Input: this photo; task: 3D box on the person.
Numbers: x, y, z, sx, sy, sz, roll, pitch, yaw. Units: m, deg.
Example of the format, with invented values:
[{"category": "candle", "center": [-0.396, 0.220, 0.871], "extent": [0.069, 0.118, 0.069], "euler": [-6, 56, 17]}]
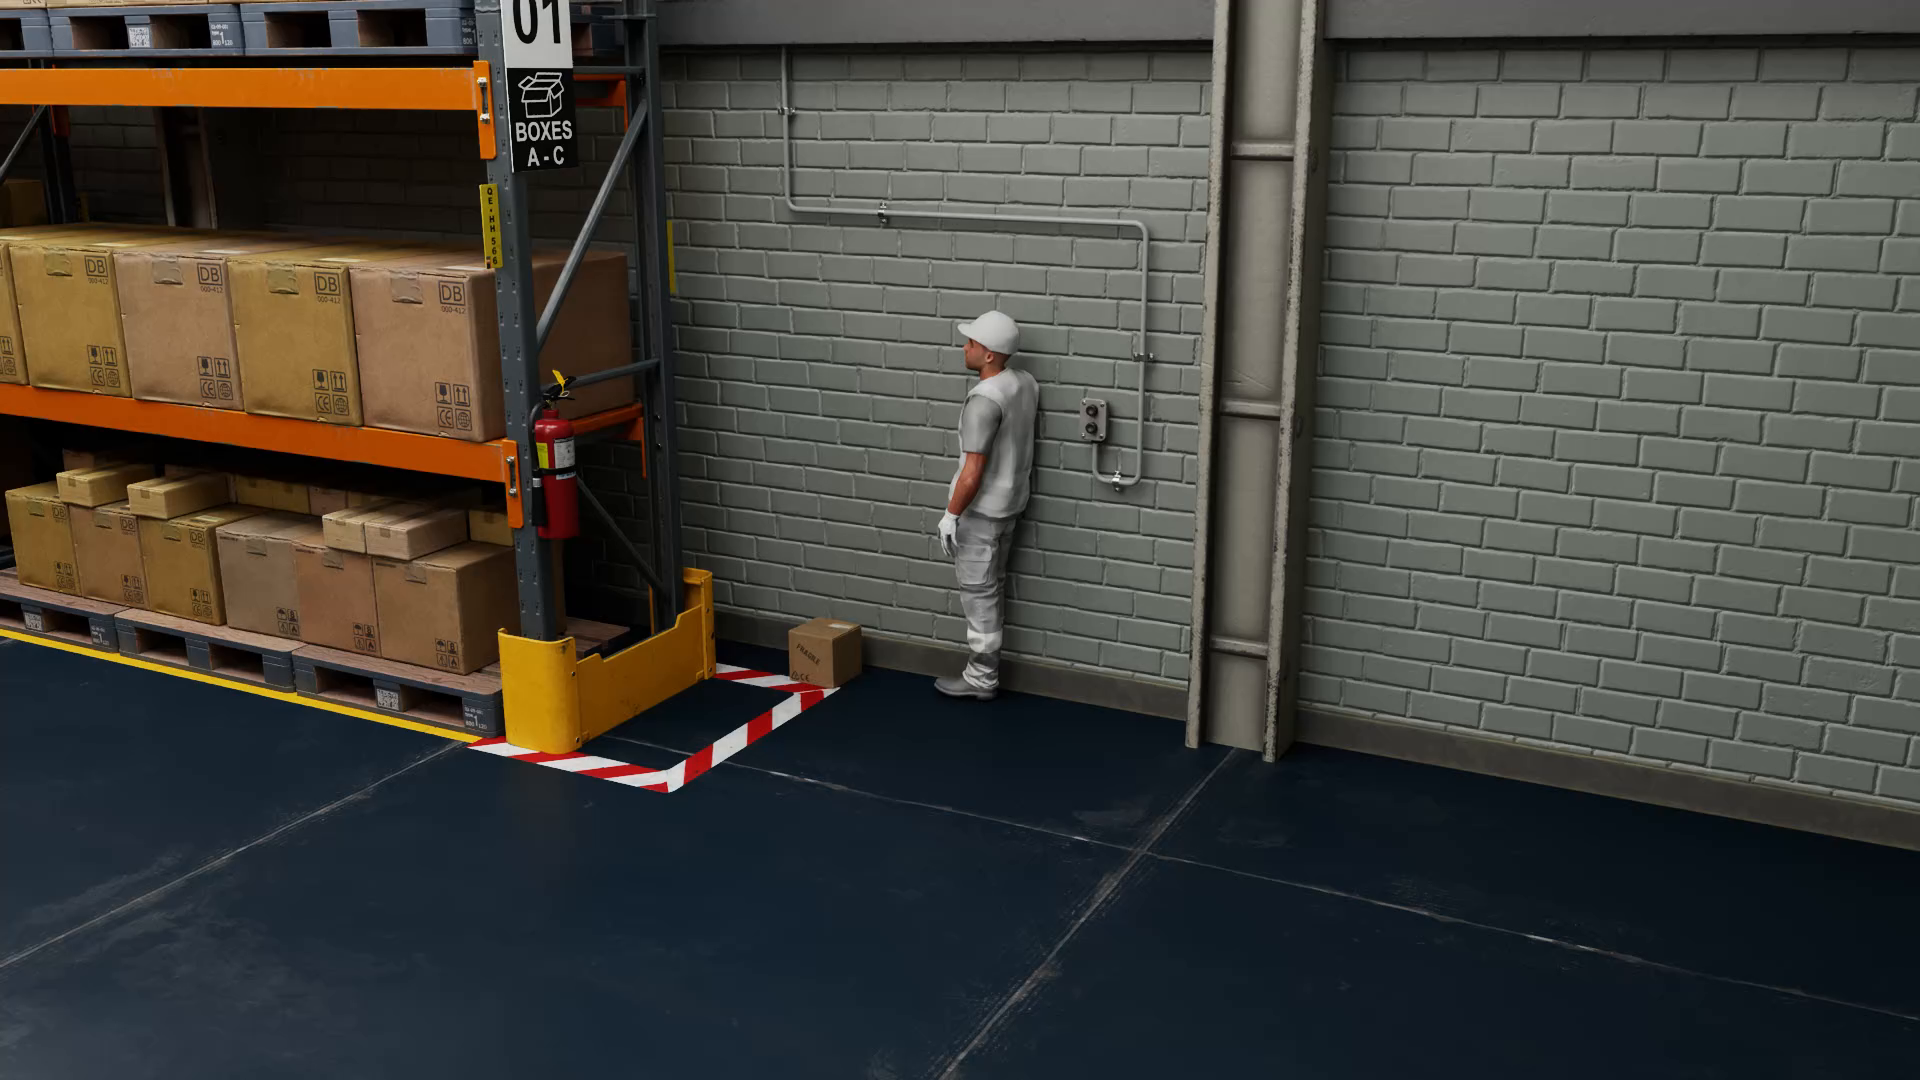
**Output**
[{"category": "person", "center": [0.052, -0.151, 7.487], "extent": [0.563, 1.789, 0.637], "euler": [8, 17, 26]}]
